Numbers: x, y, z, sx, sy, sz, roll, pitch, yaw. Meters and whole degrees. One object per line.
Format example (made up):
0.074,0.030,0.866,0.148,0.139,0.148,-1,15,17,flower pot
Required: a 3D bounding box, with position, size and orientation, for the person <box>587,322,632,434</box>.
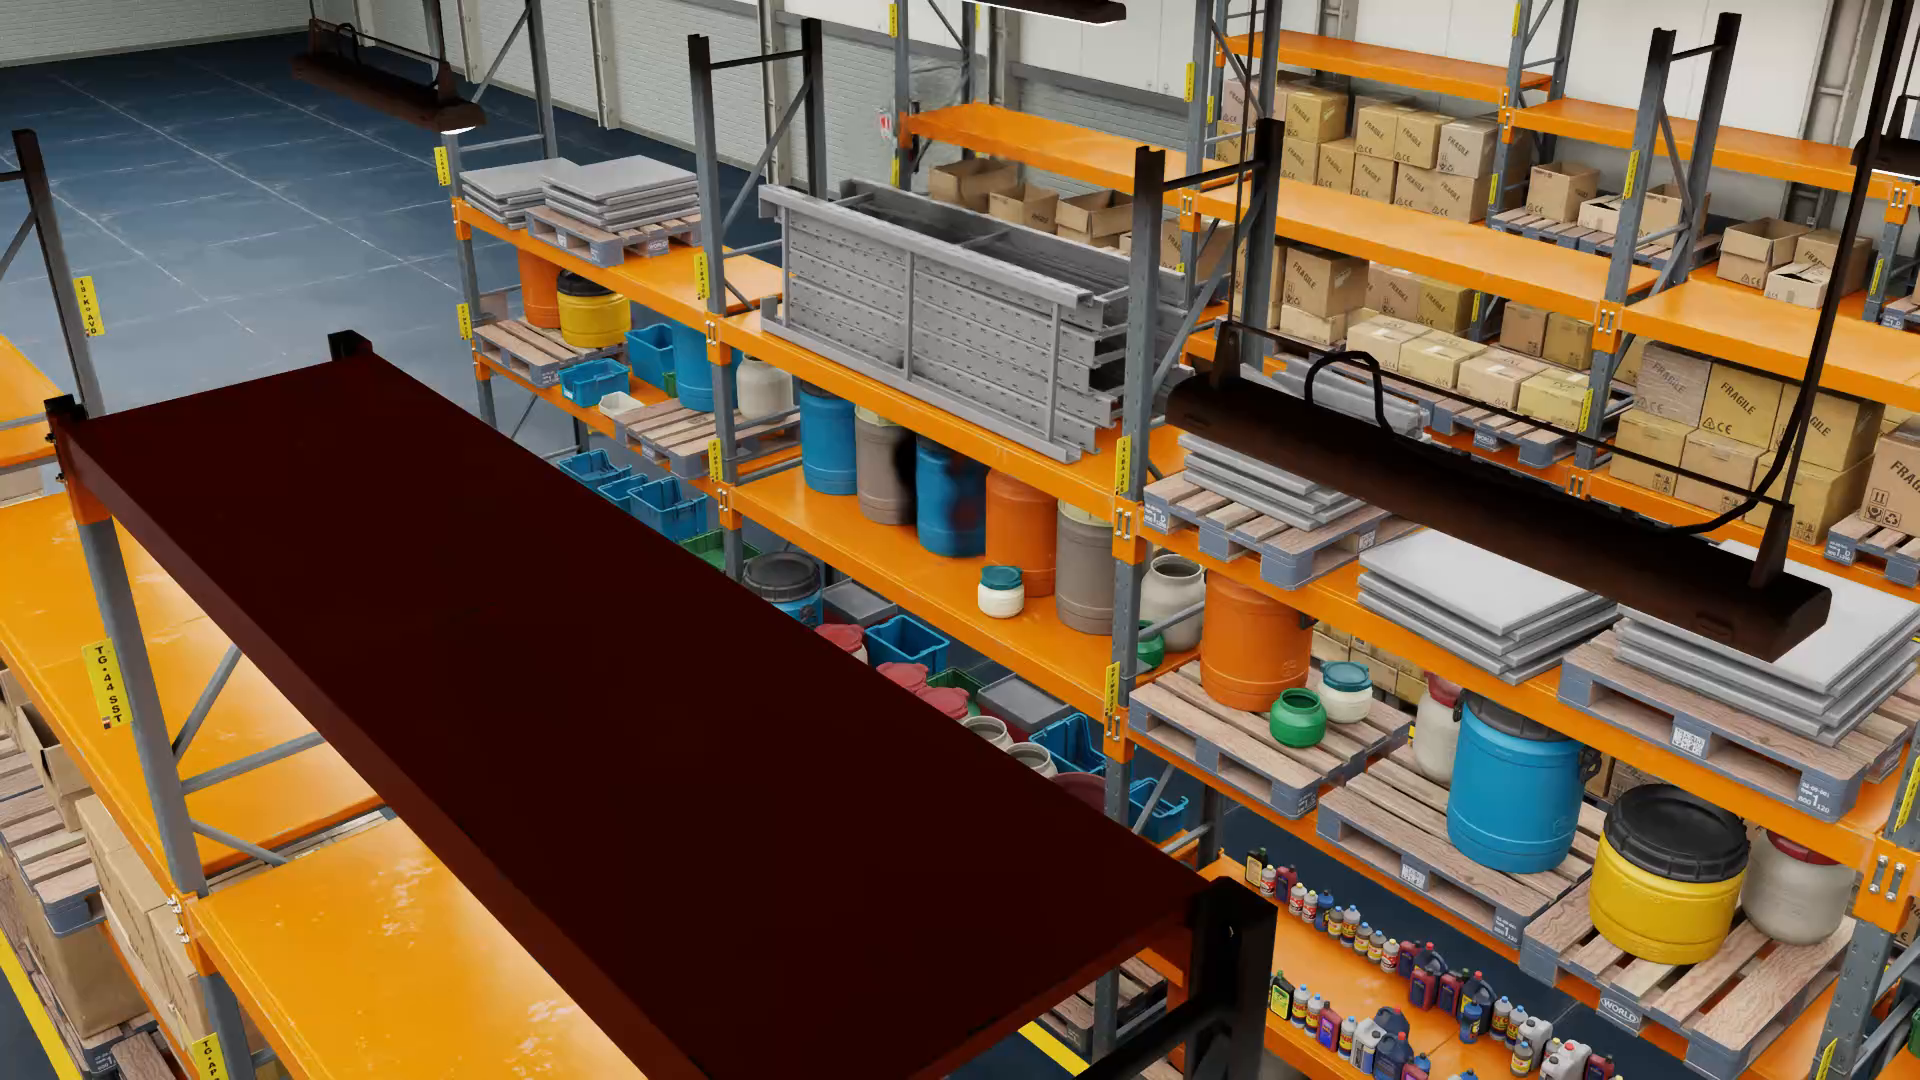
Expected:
-4.108,-2.106,19.710,0.935,1.780,0.692,-9,28,-17,person
